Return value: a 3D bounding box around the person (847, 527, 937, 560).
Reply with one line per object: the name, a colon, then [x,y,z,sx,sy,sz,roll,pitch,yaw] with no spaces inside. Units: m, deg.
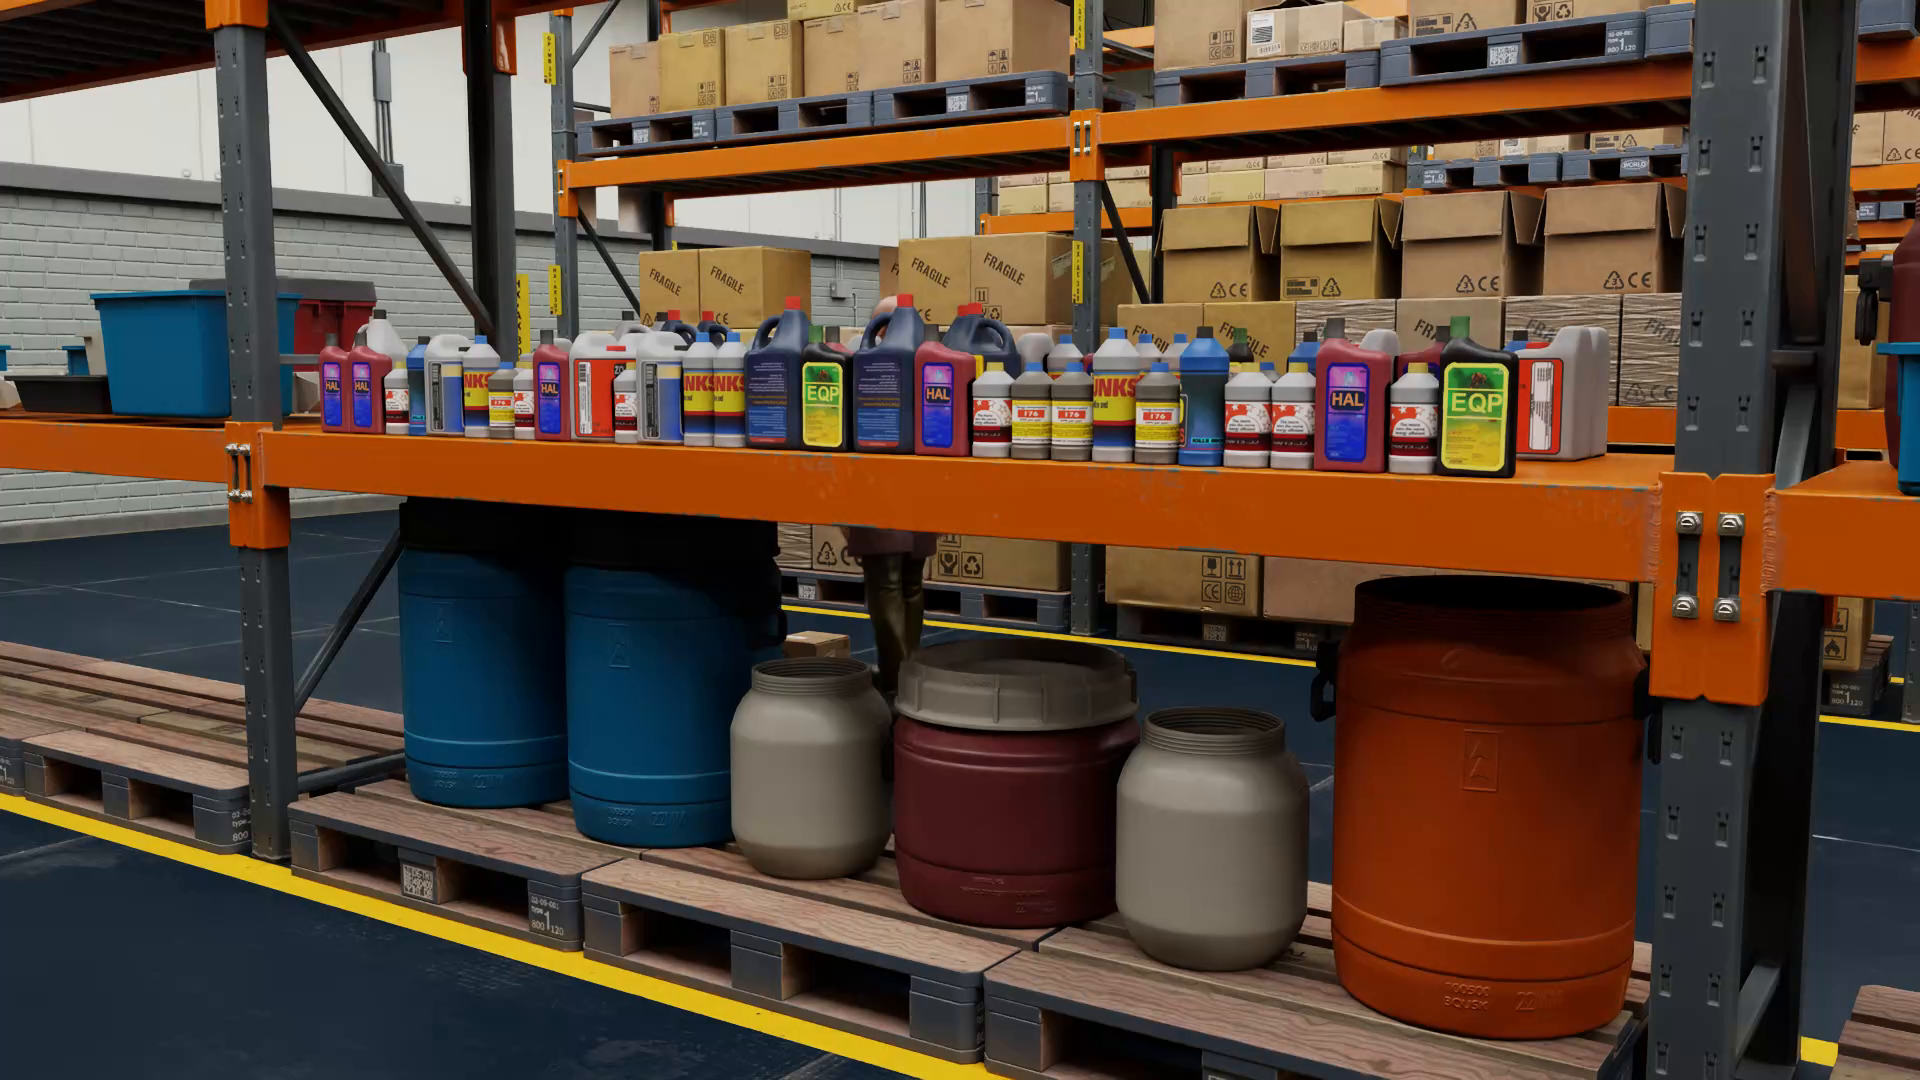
person: [-0.291,-0.383,7.193,0.590,0.930,0.424,-5,8,-37]
